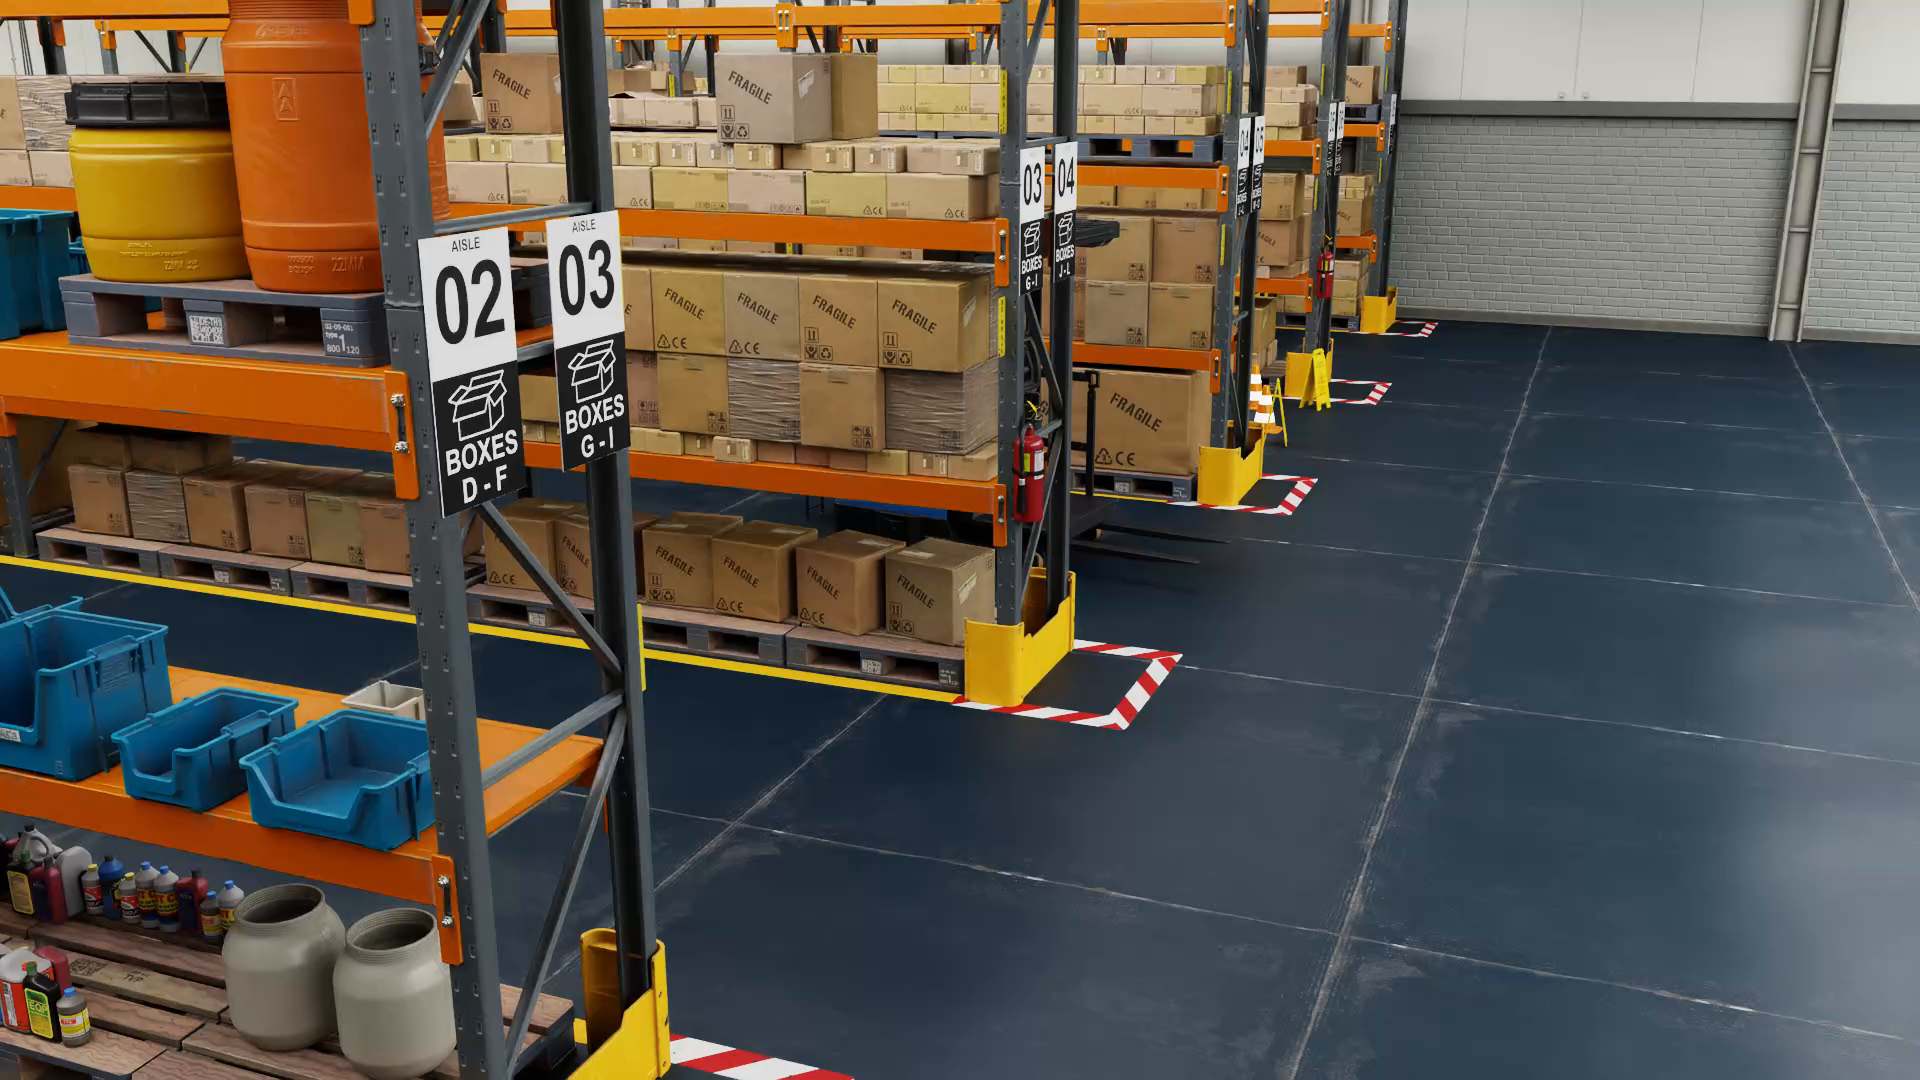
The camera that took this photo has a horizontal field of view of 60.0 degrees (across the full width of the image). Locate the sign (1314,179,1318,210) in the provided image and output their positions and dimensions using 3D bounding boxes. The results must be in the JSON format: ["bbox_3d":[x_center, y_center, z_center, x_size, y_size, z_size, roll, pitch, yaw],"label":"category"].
[{"bbox_3d":[3.867,-3.749,18.063,0.005,0.325,0.100,6,17,21],"label":"sign"}]

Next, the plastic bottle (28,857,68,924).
[{"bbox_3d":[-3.790,1.445,6.899,0.133,0.283,0.061,6,17,21],"label":"plastic bottle"}]

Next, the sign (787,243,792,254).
[{"bbox_3d":[-1.544,-2.674,15.071,0.005,0.325,0.100,6,17,21],"label":"sign"}]

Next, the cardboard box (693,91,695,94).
[{"bbox_3d":[-4.173,-7.030,26.148,0.250,0.149,0.380,6,17,20],"label":"cardboard box"}]

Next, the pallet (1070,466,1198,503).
[{"bbox_3d":[1.595,-0.611,14.901,1.213,0.211,1.003,6,17,21],"label":"pallet"}]

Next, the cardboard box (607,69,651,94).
[{"bbox_3d":[-3.355,-4.340,16.252,0.500,0.500,0.500,6,17,21],"label":"cardboard box"}]

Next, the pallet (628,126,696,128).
[{"bbox_3d":[-3.971,-5.403,21.364,1.003,0.211,1.213,7,18,23],"label":"pallet"}]

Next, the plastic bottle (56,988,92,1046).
[{"bbox_3d":[-3.233,1.730,6.064,0.097,0.201,0.097,0,16,0],"label":"plastic bottle"}]

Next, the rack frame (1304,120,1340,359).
[{"bbox_3d":[4.089,-3.183,18.758,0.127,3.000,1.000,6,17,21],"label":"rack frame"}]

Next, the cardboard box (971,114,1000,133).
[{"bbox_3d":[0.275,-3.587,14.286,0.250,0.149,0.380,7,17,21],"label":"cardboard box"}]

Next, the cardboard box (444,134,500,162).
[{"bbox_3d":[-3.078,-2.469,10.471,0.250,0.149,0.380,6,17,19],"label":"cardboard box"}]

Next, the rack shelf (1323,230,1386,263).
[{"bbox_3d":[4.047,-4.330,23.998,4.000,0.370,1.077,6,17,21],"label":"rack shelf"}]

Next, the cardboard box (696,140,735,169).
[{"bbox_3d":[-1.365,-2.295,9.874,0.250,0.149,0.380,5,17,18],"label":"cardboard box"}]

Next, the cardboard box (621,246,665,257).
[{"bbox_3d":[-2.283,-1.668,11.031,0.500,0.500,0.500,6,17,21],"label":"cardboard box"}]

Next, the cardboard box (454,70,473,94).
[{"bbox_3d":[-6.360,-5.935,21.926,0.500,0.500,0.500,6,17,20],"label":"cardboard box"}]

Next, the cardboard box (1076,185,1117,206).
[{"bbox_3d":[1.622,-4.046,19.223,0.500,0.500,0.700,6,17,19],"label":"cardboard box"}]

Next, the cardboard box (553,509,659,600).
[{"bbox_3d":[-2.375,0.085,11.232,0.500,0.500,0.500,13,21,38],"label":"cardboard box"}]

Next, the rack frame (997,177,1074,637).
[{"bbox_3d":[0.453,-0.613,9.904,0.127,3.000,1.000,6,17,21],"label":"rack frame"}]

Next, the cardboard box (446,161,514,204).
[{"bbox_3d":[-2.943,-2.278,10.529,0.500,0.250,0.500,6,17,18],"label":"cardboard box"}]

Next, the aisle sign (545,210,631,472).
[{"bbox_3d":[-1.190,-0.645,5.353,0.004,0.787,0.394,6,17,21],"label":"aisle sign"}]

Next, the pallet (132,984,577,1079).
[{"bbox_3d":[-2.206,1.931,6.144,1.213,0.211,1.003,6,17,21],"label":"pallet"}]

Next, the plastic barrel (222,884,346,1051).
[{"bbox_3d":[-2.471,1.566,6.108,0.421,0.512,0.421,0,16,0],"label":"plastic barrel"}]

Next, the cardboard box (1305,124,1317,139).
[{"bbox_3d":[3.900,-4.621,18.781,0.250,0.149,0.380,6,17,21],"label":"cardboard box"}]

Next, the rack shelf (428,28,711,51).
[{"bbox_3d":[-5.213,-6.549,21.601,4.000,0.370,1.077,6,17,21],"label":"rack shelf"}]

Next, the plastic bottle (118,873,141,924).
[{"bbox_3d":[-3.440,1.483,6.917,0.097,0.201,0.097,0,16,0],"label":"plastic bottle"}]

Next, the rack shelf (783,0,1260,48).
[{"bbox_3d":[0.507,-4.437,14.324,4.000,0.370,1.077,6,17,21],"label":"rack shelf"}]

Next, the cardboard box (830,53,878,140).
[{"bbox_3d":[-0.829,-2.706,10.125,0.500,0.500,0.500,6,17,20],"label":"cardboard box"}]

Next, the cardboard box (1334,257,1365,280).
[{"bbox_3d":[5.364,-3.798,23.262,0.500,0.250,0.500,7,18,22],"label":"cardboard box"}]

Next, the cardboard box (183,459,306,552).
[{"bbox_3d":[-5.308,-0.269,12.415,0.500,0.500,0.700,8,18,25],"label":"cardboard box"}]

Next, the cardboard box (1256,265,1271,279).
[{"bbox_3d":[3.387,-3.042,18.724,0.250,0.149,0.380,6,17,20],"label":"cardboard box"}]

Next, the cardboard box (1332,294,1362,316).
[{"bbox_3d":[5.354,-3.318,23.401,0.500,0.250,0.500,6,17,21],"label":"cardboard box"}]

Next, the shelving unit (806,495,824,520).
[{"bbox_3d":[-0.996,-0.741,13.574,0.503,1.200,0.258,9,19,29],"label":"shelving unit"}]

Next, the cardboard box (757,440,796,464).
[{"bbox_3d":[-1.056,-0.591,10.281,0.250,0.149,0.380,6,17,21],"label":"cardboard box"}]

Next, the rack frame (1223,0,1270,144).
[{"bbox_3d":[2.367,-4.770,13.463,0.127,3.000,1.000,6,17,21],"label":"rack frame"}]

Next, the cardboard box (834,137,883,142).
[{"bbox_3d":[-0.656,-2.379,10.161,0.250,0.149,0.380,6,17,20],"label":"cardboard box"}]

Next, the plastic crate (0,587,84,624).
[{"bbox_3d":[-3.956,0.377,6.762,0.616,0.251,0.499,6,17,21],"label":"plastic crate"}]

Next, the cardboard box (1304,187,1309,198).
[{"bbox_3d":[4.788,-4.882,23.268,0.250,0.149,0.380,6,17,20],"label":"cardboard box"}]

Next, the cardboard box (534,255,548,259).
[{"bbox_3d":[-2.477,-1.530,10.559,0.500,0.500,0.500,6,17,21],"label":"cardboard box"}]

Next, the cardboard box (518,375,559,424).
[{"bbox_3d":[-2.420,-1.091,10.837,0.500,0.500,0.875,6,17,21],"label":"cardboard box"}]

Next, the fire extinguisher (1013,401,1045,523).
[{"bbox_3d":[0.391,-0.444,9.463,0.183,0.674,0.296,6,17,21],"label":"fire extinguisher"}]

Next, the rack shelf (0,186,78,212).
[{"bbox_3d":[-5.128,-2.322,11.701,4.000,0.370,1.077,6,17,21],"label":"rack shelf"}]

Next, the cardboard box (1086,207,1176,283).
[{"bbox_3d":[1.491,-2.560,14.405,0.550,0.550,0.875,6,17,21],"label":"cardboard box"}]

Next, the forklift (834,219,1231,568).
[{"bbox_3d":[0.539,-1.321,12.466,3.031,2.935,1.130,9,19,29],"label":"forklift"}]

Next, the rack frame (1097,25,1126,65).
[{"bbox_3d":[2.186,-7.761,23.766,0.127,3.000,1.000,6,17,21],"label":"rack frame"}]

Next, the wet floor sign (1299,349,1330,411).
[{"bbox_3d":[3.874,-1.755,18.063,0.232,0.644,0.267,14,21,40],"label":"wet floor sign"}]

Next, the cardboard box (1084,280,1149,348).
[{"bbox_3d":[1.486,-2.038,14.544,0.550,0.550,0.875,6,17,21],"label":"cardboard box"}]

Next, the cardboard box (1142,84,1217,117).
[{"bbox_3d":[1.809,-3.628,13.711,0.500,0.250,0.500,7,17,21],"label":"cardboard box"}]

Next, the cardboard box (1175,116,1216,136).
[{"bbox_3d":[1.934,-3.405,13.659,0.250,0.149,0.380,6,17,21],"label":"cardboard box"}]

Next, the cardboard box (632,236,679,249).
[{"bbox_3d":[-2.767,-2.979,16.084,0.500,0.500,0.700,6,17,21],"label":"cardboard box"}]

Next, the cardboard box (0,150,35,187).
[{"bbox_3d":[-6.645,-2.686,11.933,0.500,0.250,0.500,7,17,22],"label":"cardboard box"}]

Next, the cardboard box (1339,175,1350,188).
[{"bbox_3d":[5.256,-4.972,23.045,0.250,0.149,0.380,6,17,21],"label":"cardboard box"}]

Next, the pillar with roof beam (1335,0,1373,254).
[{"bbox_3d":[4.011,-6.540,19.562,0.400,9.000,9.100,6,17,21],"label":"pillar with roof beam"}]
